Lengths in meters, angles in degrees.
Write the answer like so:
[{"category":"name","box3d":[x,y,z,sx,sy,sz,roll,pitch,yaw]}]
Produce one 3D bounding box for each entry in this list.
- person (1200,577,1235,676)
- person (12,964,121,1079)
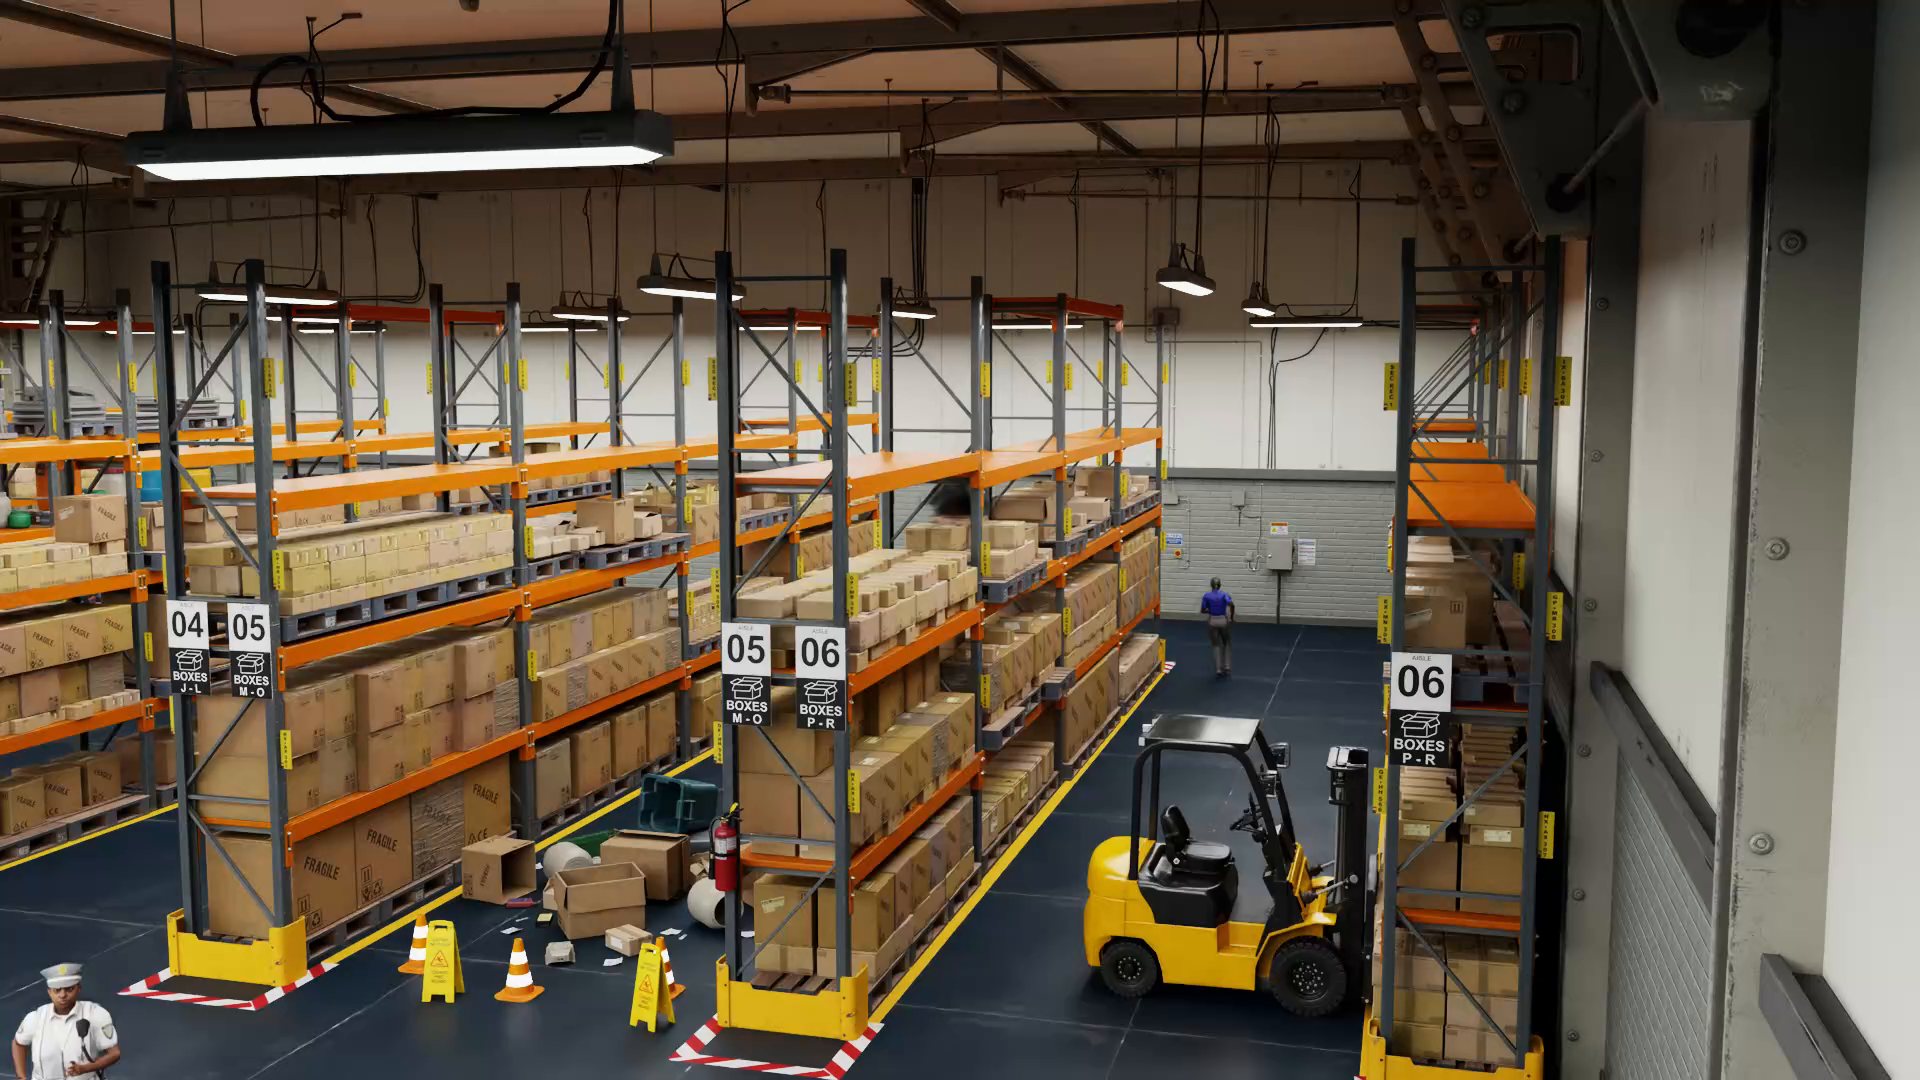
[{"category":"person","box3d":[4.256,1.461,27.514,0.573,1.699,0.729,1,6,11]},{"category":"person","box3d":[-5.195,3.289,9.699,0.563,1.727,0.848,-3,7,-28]}]
